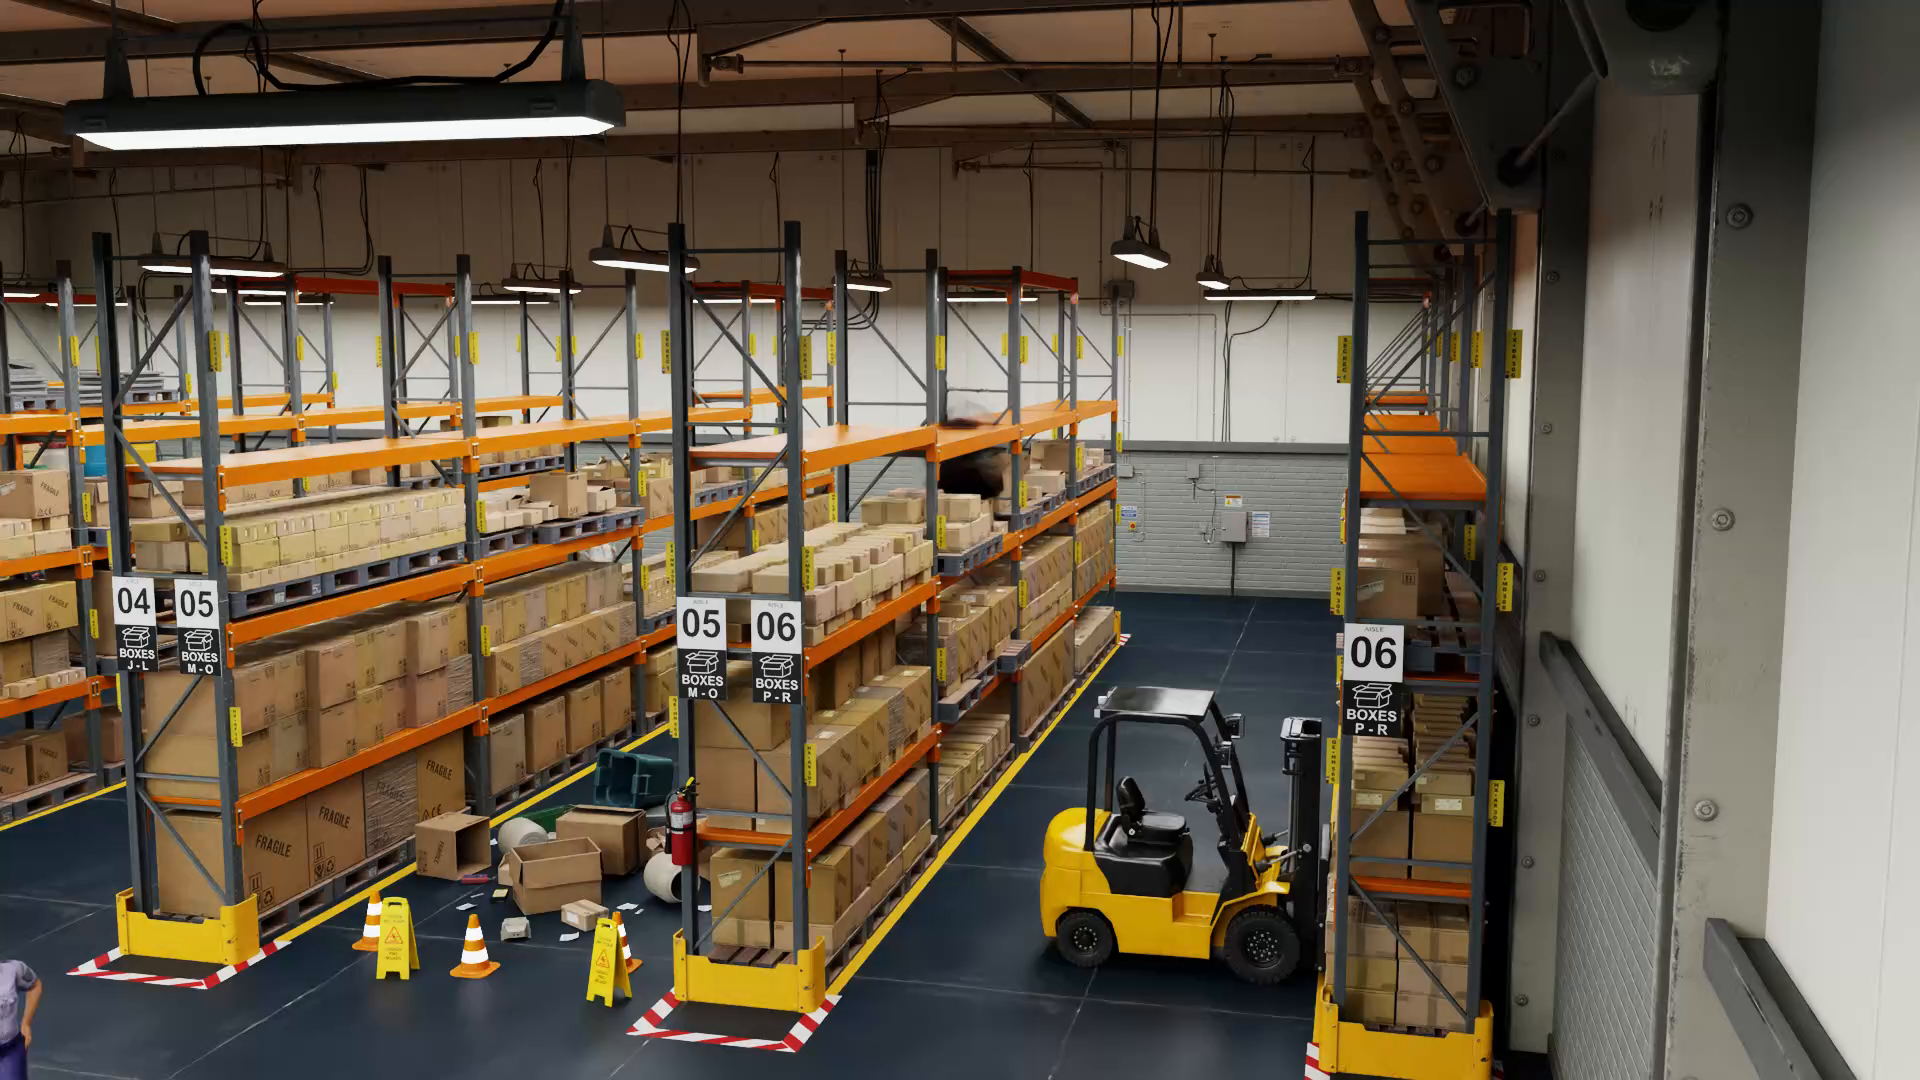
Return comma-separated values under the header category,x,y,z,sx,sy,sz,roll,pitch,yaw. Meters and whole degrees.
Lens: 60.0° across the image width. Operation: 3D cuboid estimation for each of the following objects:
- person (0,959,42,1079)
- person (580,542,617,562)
category,x,y,z,sx,sy,sz,roll,pitch,yaw
person,-5.815,3.157,9.970,0.582,1.695,0.680,-4,8,-28
person,-6.765,0.479,31.404,0.666,1.739,0.648,-6,9,-39
